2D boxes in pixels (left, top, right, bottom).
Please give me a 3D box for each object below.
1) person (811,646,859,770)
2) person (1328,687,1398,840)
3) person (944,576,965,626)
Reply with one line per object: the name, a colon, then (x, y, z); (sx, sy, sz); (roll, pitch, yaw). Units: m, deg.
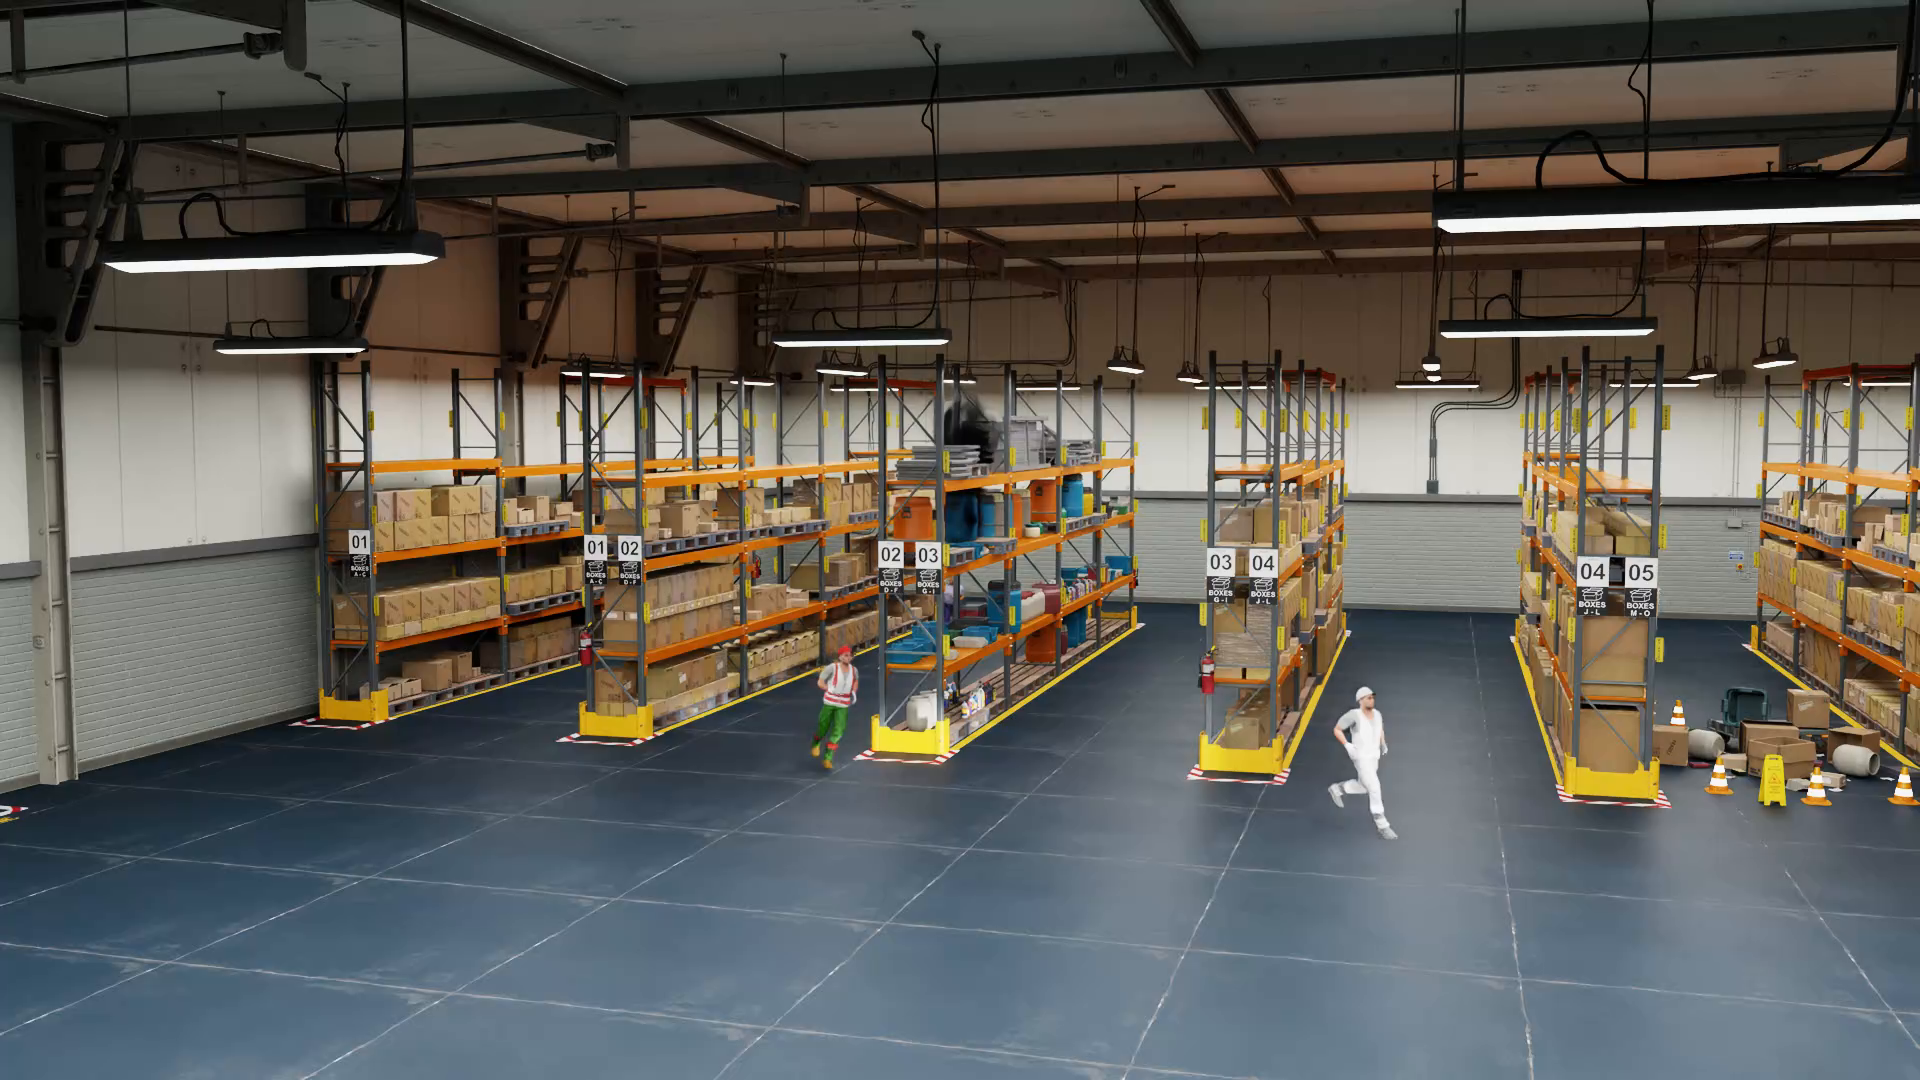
person: (-1.766, 2.399, 24.222); (0.680, 1.743, 0.946); (-1, 4, -18)
person: (4.943, 2.677, 20.363); (0.626, 1.778, 1.145); (-3, 5, -38)
person: (-0.178, 1.574, 36.600); (0.582, 1.695, 0.775); (0, 4, 4)
